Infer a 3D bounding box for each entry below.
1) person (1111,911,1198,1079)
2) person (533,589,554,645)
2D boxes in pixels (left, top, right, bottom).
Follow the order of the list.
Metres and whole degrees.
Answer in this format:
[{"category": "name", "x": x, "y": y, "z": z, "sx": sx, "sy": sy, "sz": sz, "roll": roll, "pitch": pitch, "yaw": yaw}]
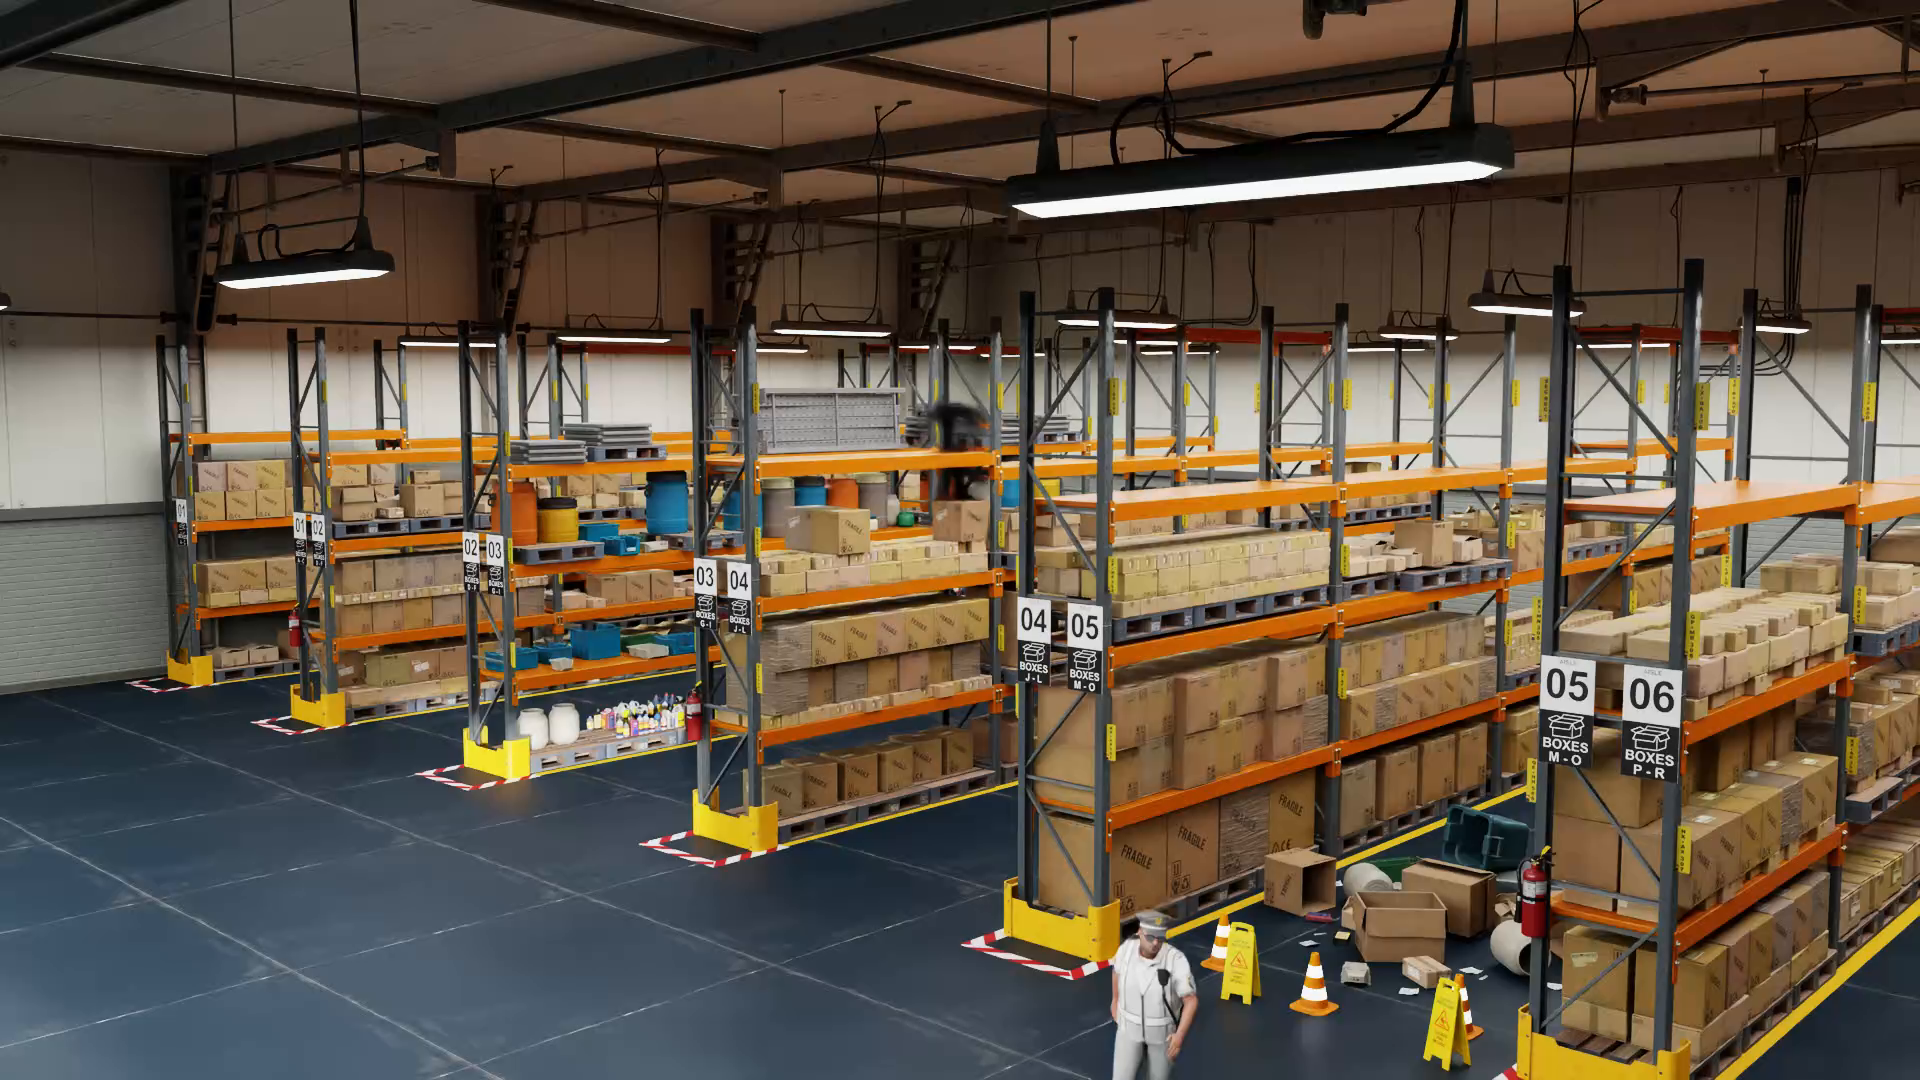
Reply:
[{"category": "person", "x": 1.258, "y": 3.272, "z": 11.016, "sx": 0.643, "sy": 1.702, "sz": 0.797, "roll": 1, "pitch": 6, "yaw": 15}, {"category": "person", "x": -7.680, "y": 1.482, "z": 30.736, "sx": 0.884, "sy": 1.616, "sz": 0.532, "roll": -5, "pitch": 7, "yaw": -42}]
